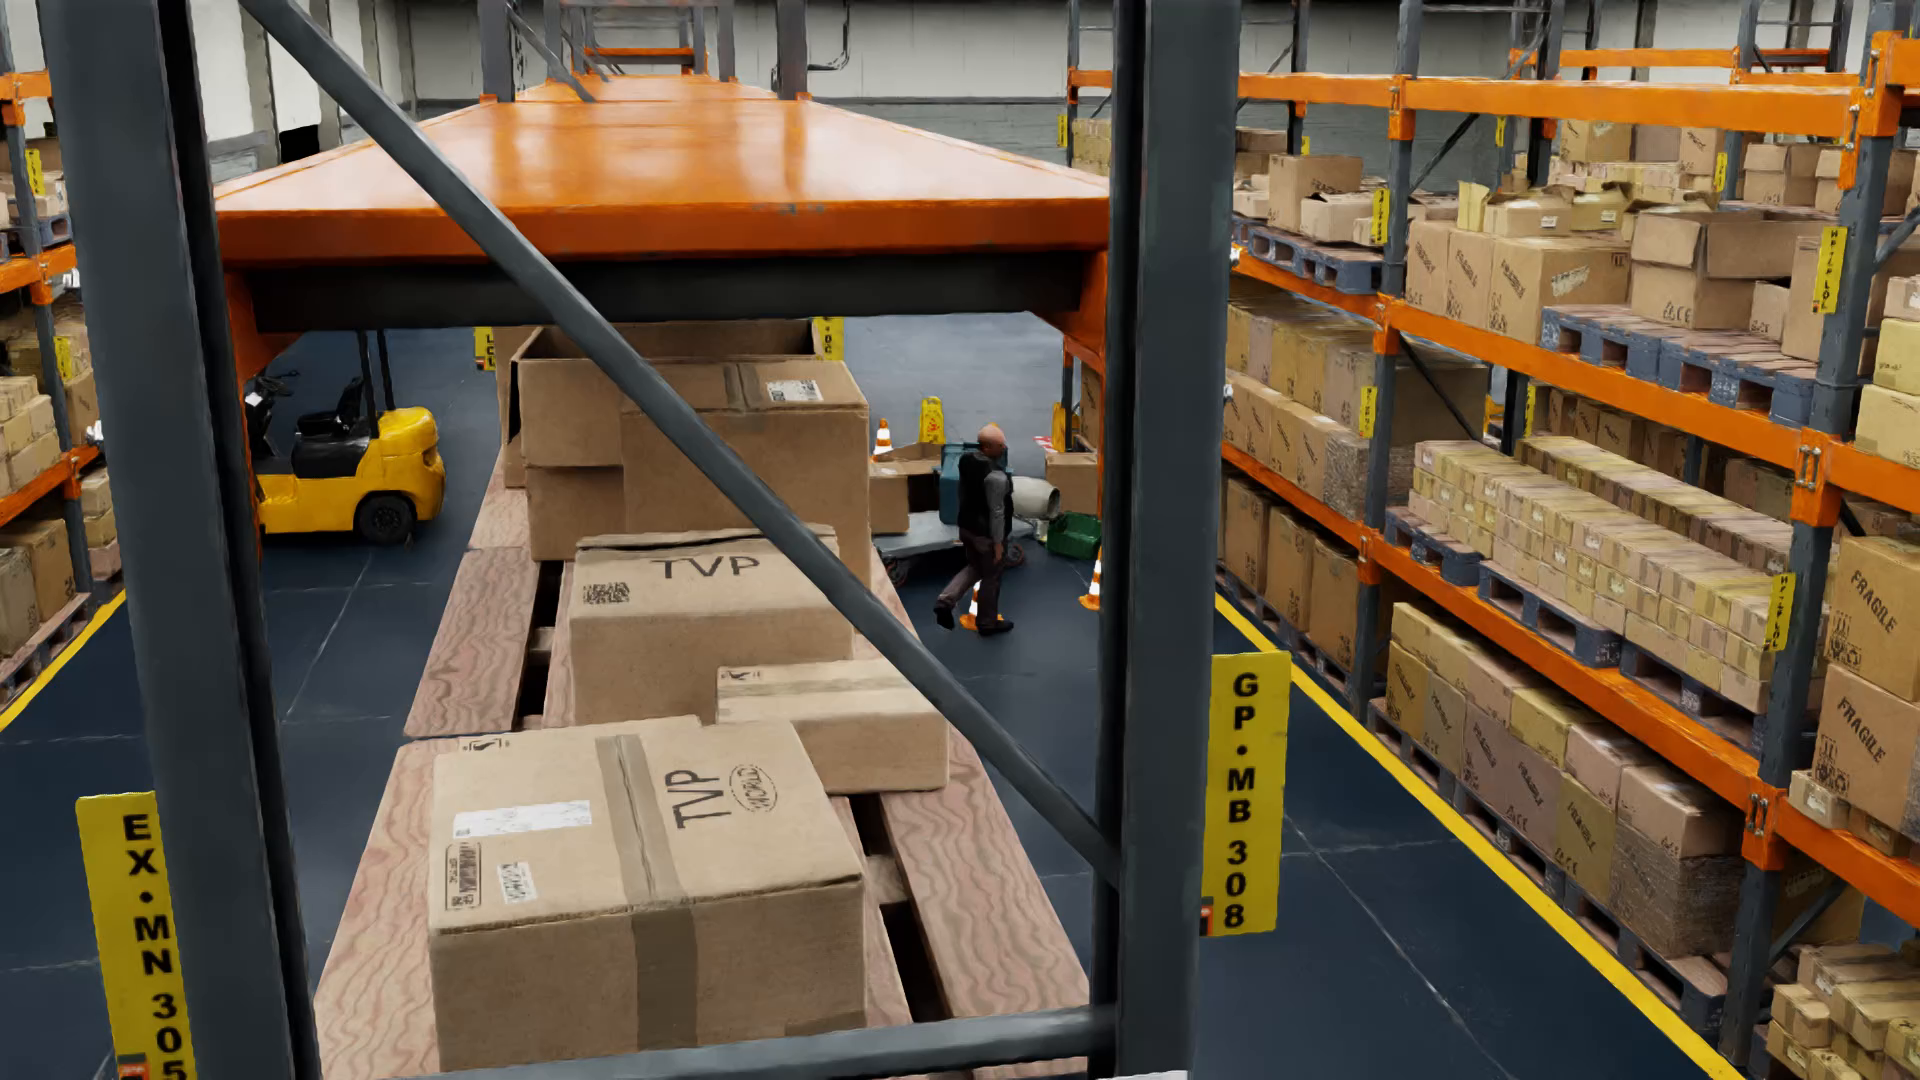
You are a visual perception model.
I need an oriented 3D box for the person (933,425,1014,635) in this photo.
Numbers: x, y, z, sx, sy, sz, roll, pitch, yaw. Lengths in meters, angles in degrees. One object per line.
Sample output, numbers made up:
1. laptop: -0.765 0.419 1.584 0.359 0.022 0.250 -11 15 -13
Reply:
1. person: 0.179 -0.048 12.295 0.717 1.685 0.592 -11 19 -32
